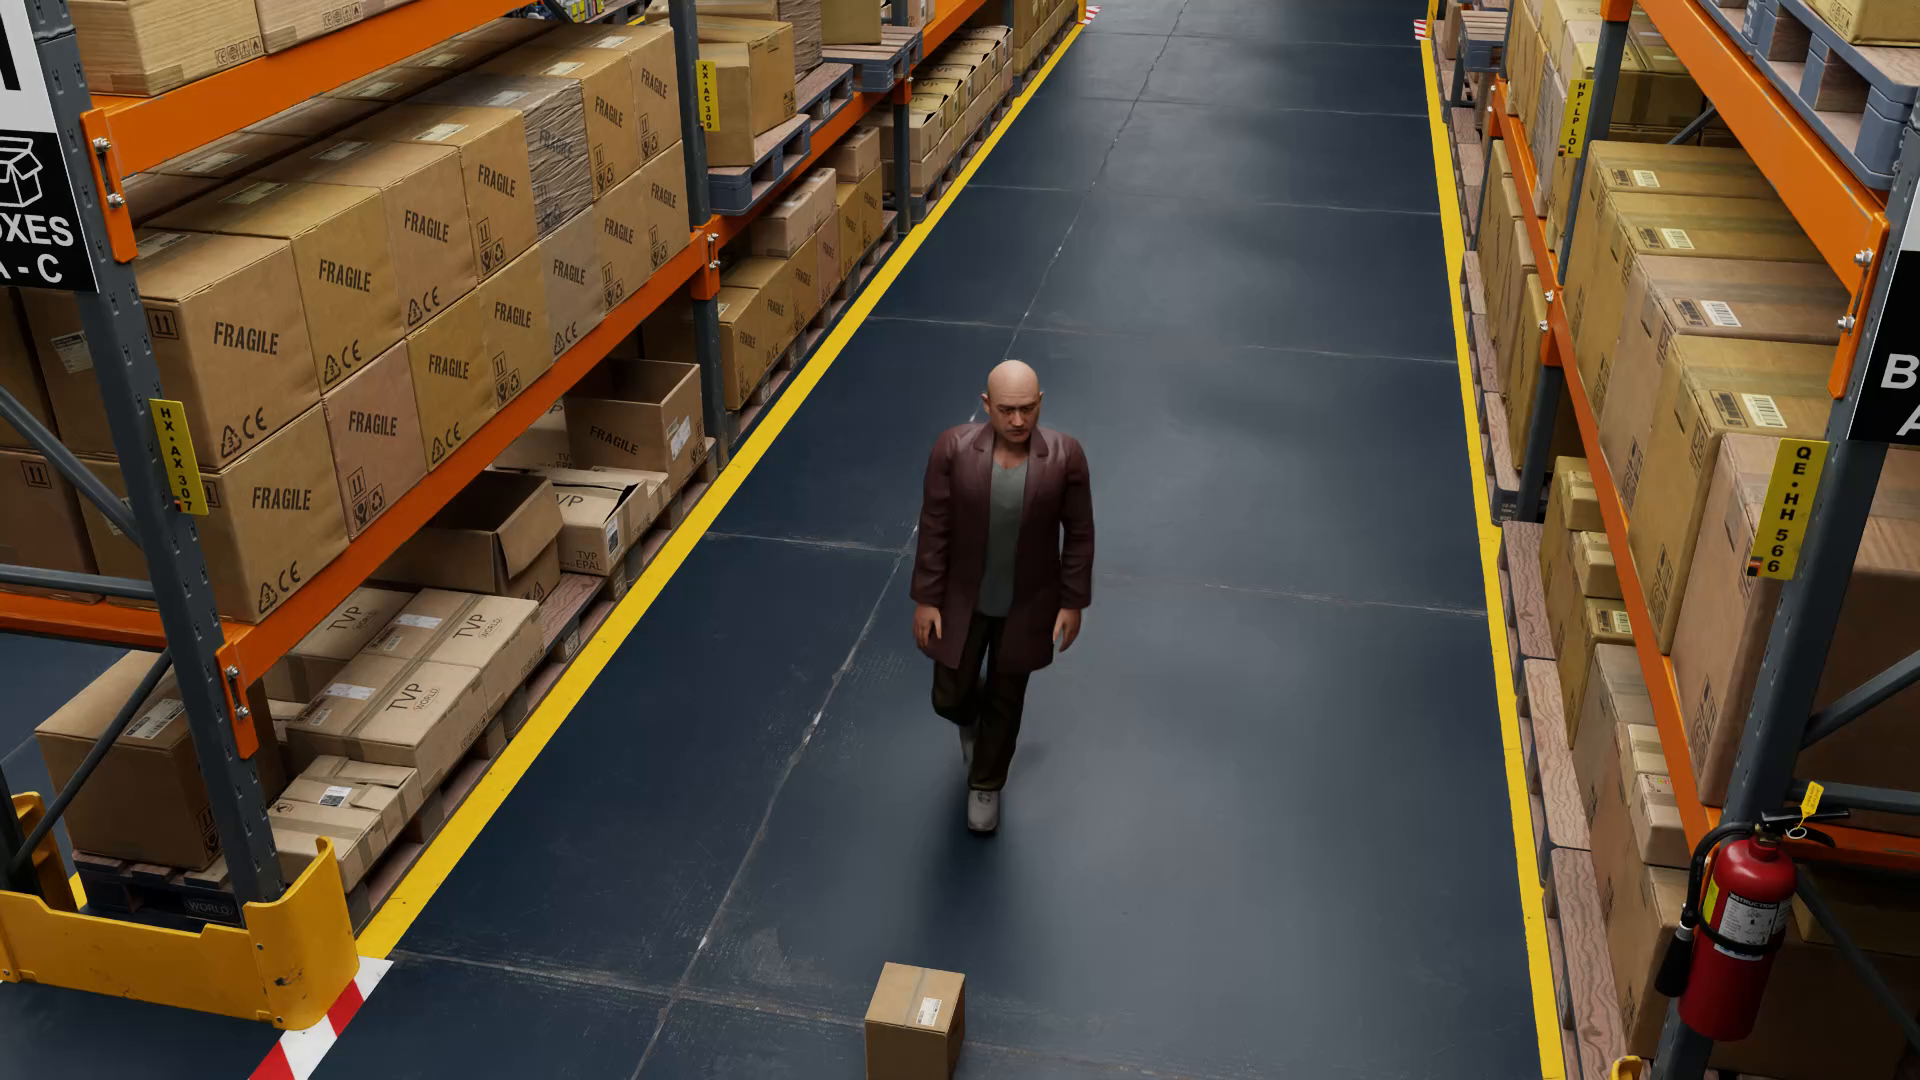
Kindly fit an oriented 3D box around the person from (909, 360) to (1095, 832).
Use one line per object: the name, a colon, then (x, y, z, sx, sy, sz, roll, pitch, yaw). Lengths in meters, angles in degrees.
person: (0.150, 0.171, 5.783, 0.624, 1.772, 0.554, 3, 29, 5)
